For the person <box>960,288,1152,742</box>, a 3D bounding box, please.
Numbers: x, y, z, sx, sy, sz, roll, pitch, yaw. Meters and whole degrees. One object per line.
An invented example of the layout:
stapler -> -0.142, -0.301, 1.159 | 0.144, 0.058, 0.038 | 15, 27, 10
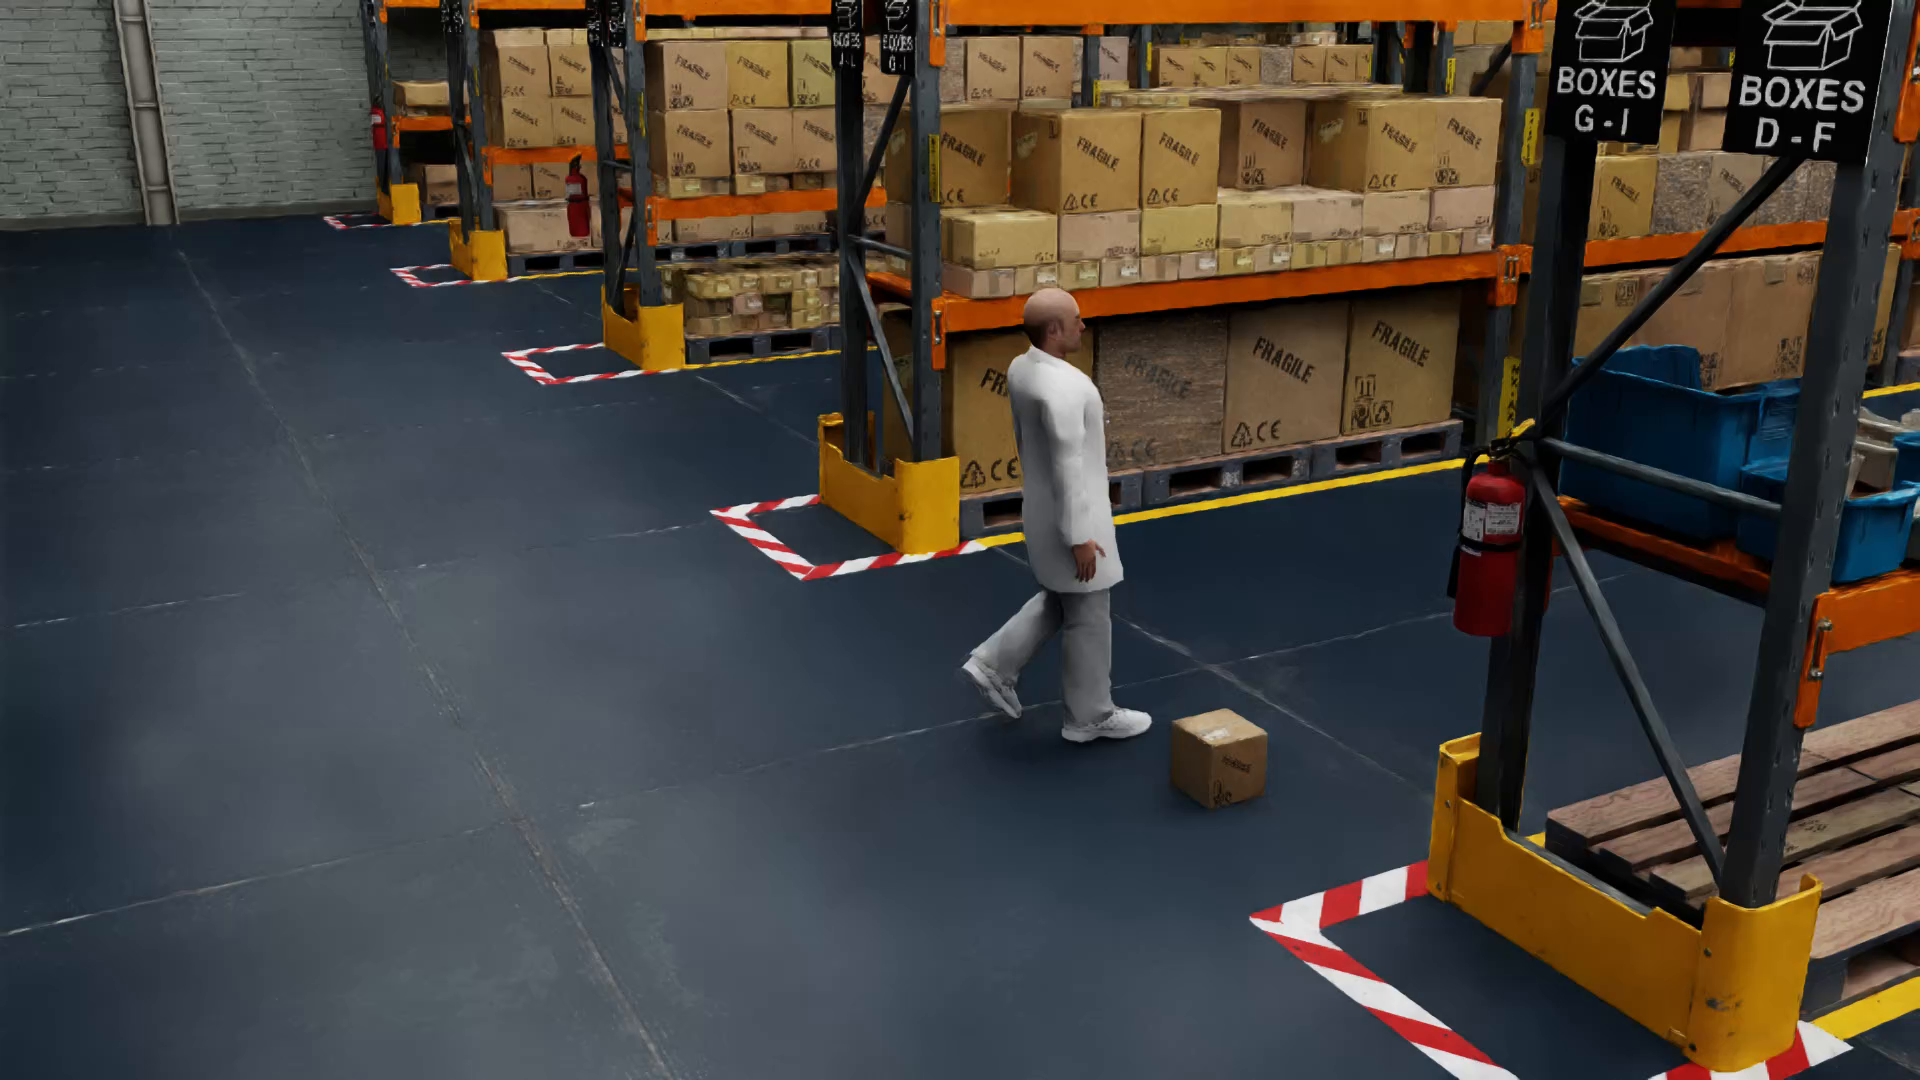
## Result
person -> 0.386, -0.079, 6.311 | 0.740, 1.772, 0.629 | -6, 19, -17
